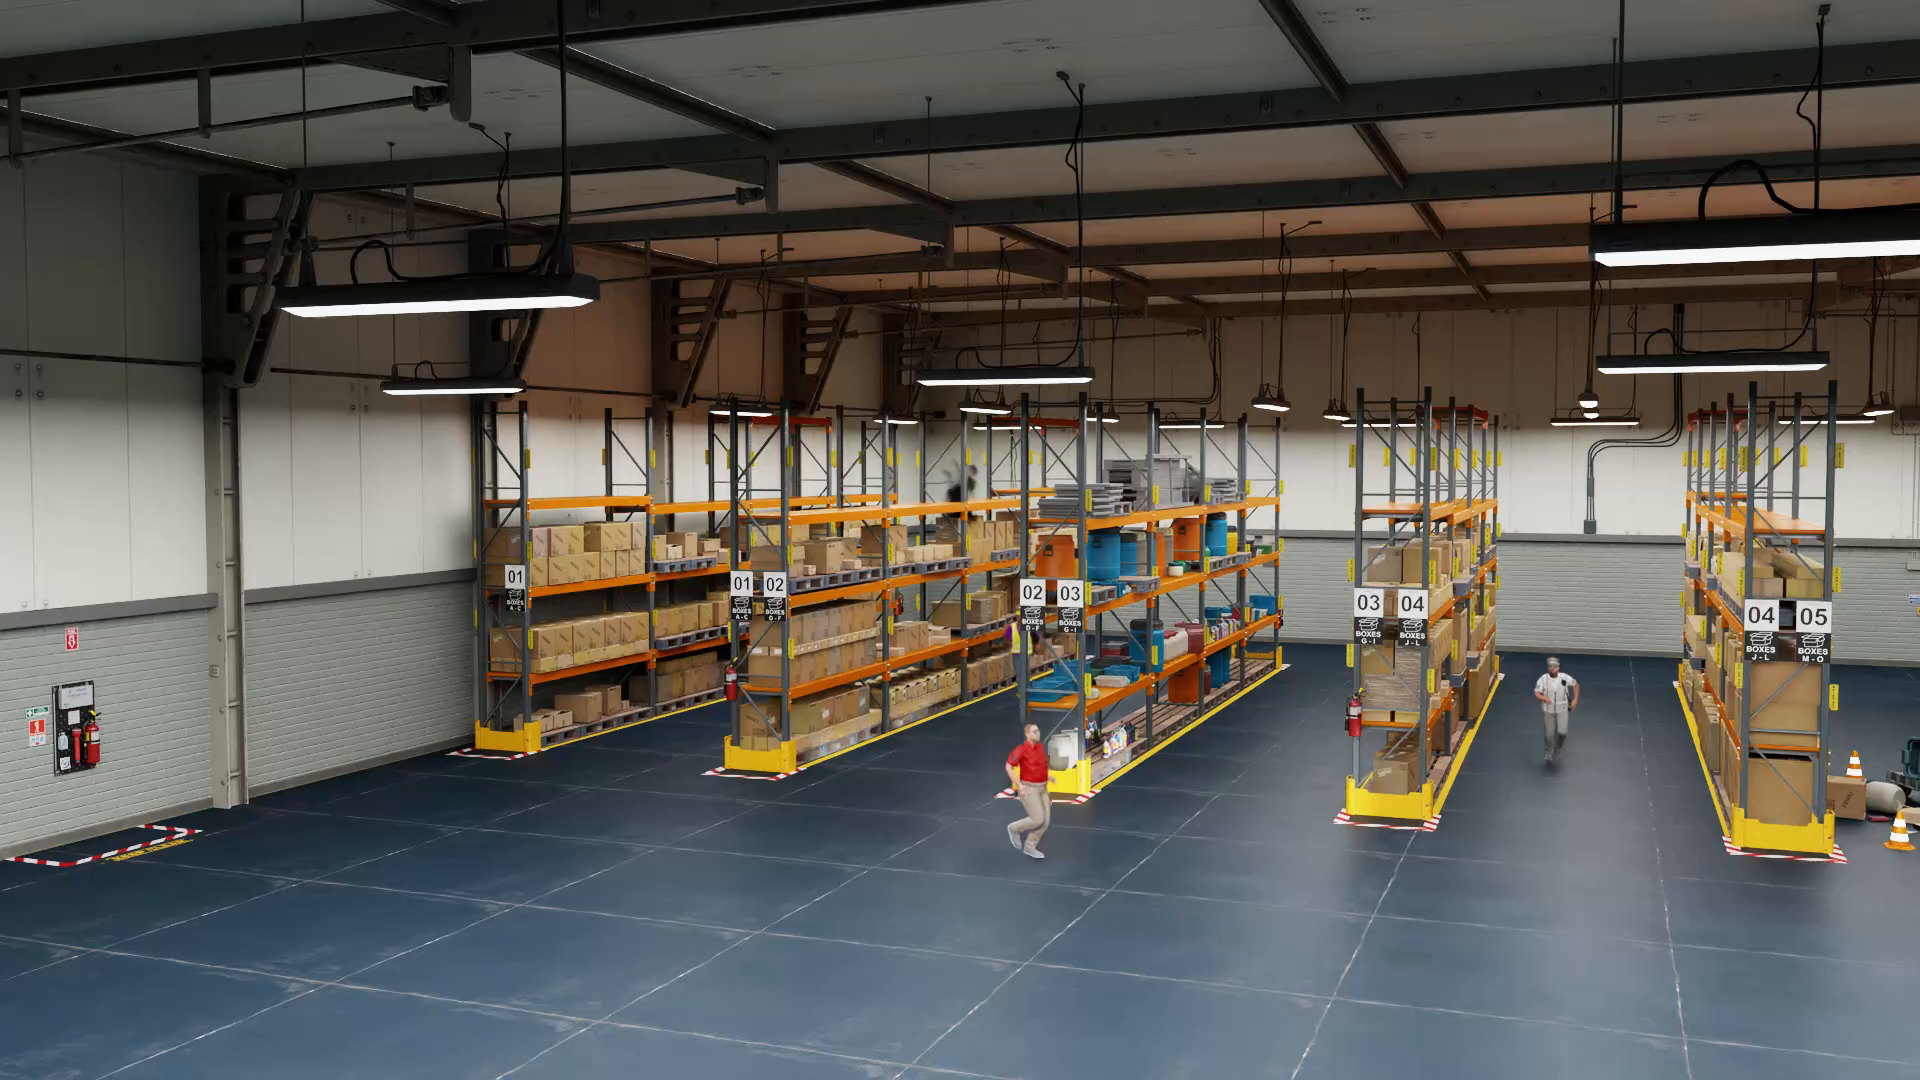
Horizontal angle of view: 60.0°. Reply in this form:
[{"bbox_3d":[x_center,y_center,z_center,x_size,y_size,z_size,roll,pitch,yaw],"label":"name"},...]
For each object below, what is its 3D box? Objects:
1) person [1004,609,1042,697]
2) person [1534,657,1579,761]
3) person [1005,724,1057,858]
[{"bbox_3d":[1.205,2.286,32.546,0.715,1.878,0.717,1,3,16],"label":"person"},{"bbox_3d":[9.789,2.790,27.307,0.683,1.740,0.809,1,3,21],"label":"person"},{"bbox_3d":[0.919,3.151,20.892,0.597,1.681,0.670,2,4,42],"label":"person"}]
